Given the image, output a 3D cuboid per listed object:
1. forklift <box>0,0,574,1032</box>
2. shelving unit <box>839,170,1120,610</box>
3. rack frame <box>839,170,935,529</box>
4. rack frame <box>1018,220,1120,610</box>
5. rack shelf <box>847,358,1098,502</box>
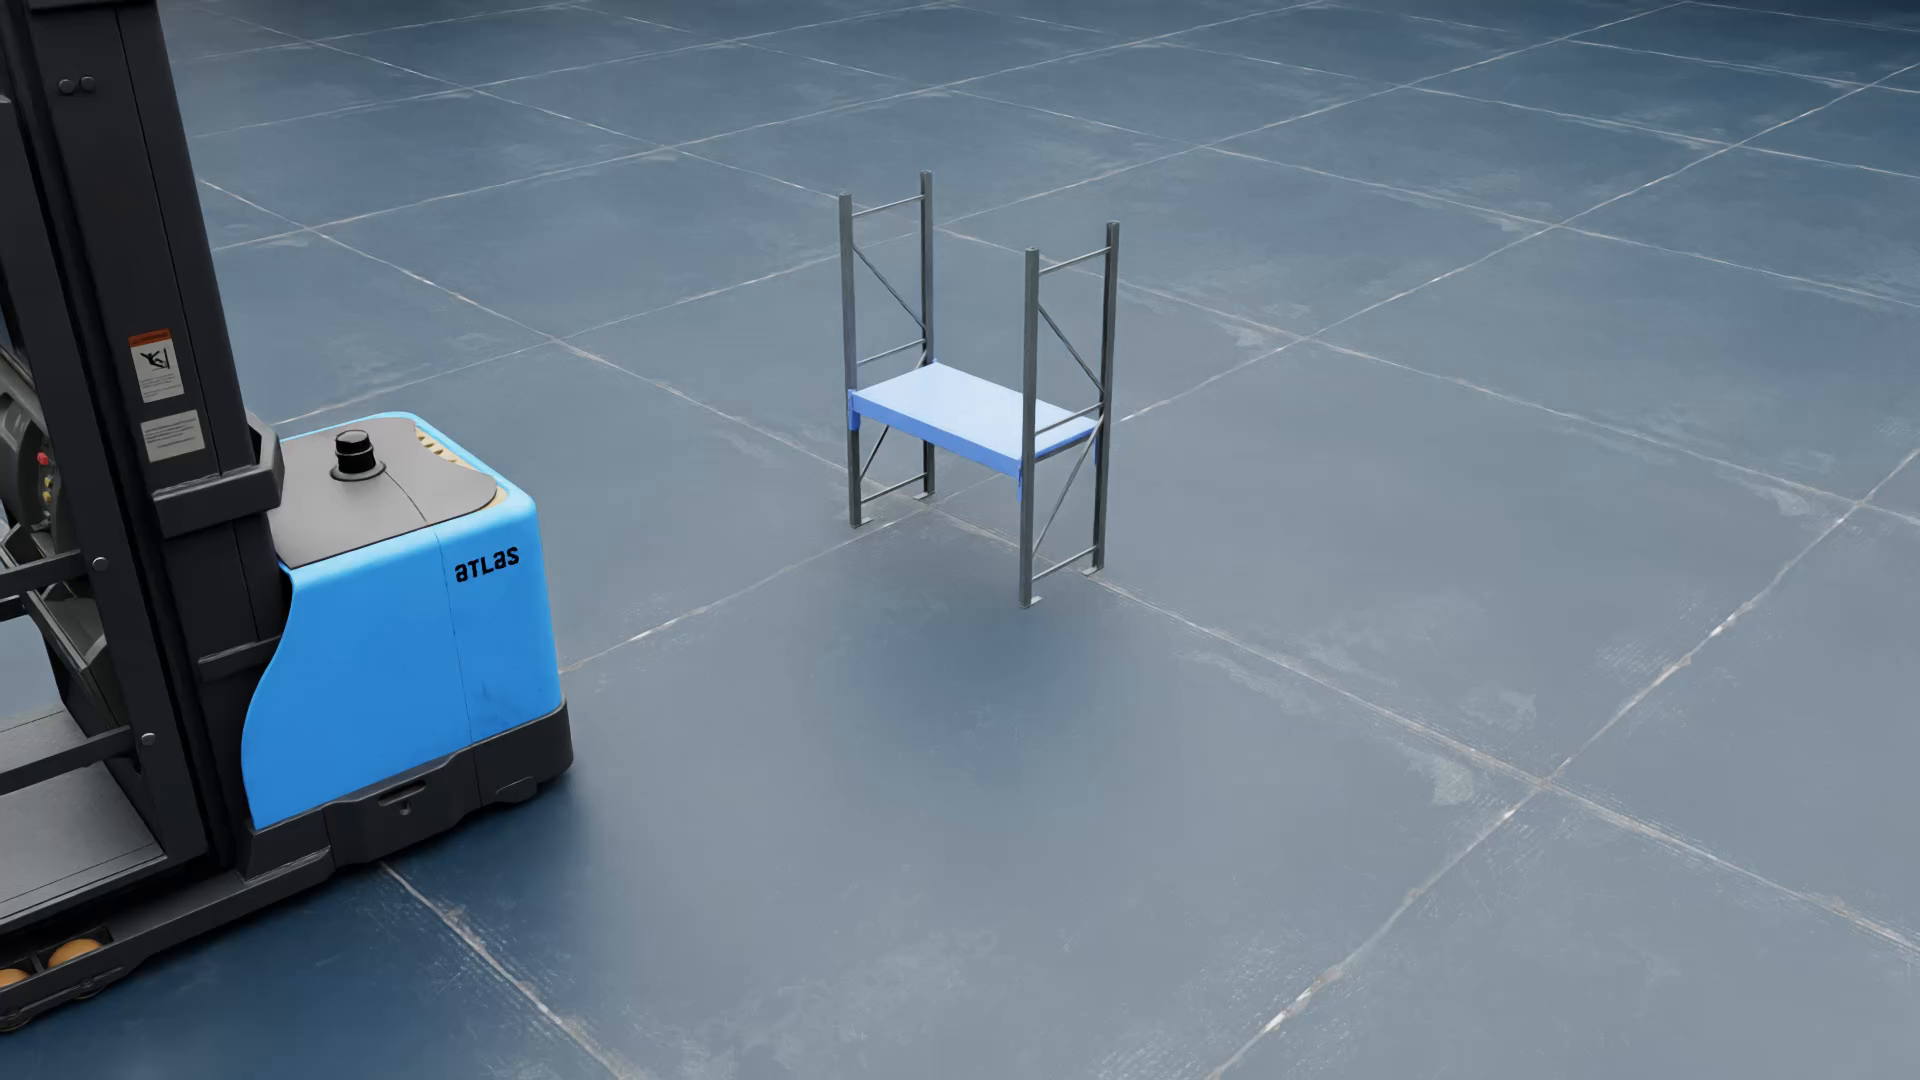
[{"bbox_3d":[-2.768,-0.204,4.488,3.031,2.935,1.130,-22,35,-35],"label":"forklift"},{"bbox_3d":[0.061,-0.636,6.848,1.048,1.500,0.538,25,36,38],"label":"shelving unit"},{"bbox_3d":[-0.302,-0.802,7.163,0.032,1.500,0.500,25,36,38],"label":"rack frame"},{"bbox_3d":[0.423,-0.470,6.533,0.032,1.500,0.500,25,36,38],"label":"rack frame"},{"bbox_3d":[0.061,-0.477,6.932,1.000,0.185,0.538,25,36,38],"label":"rack shelf"}]
